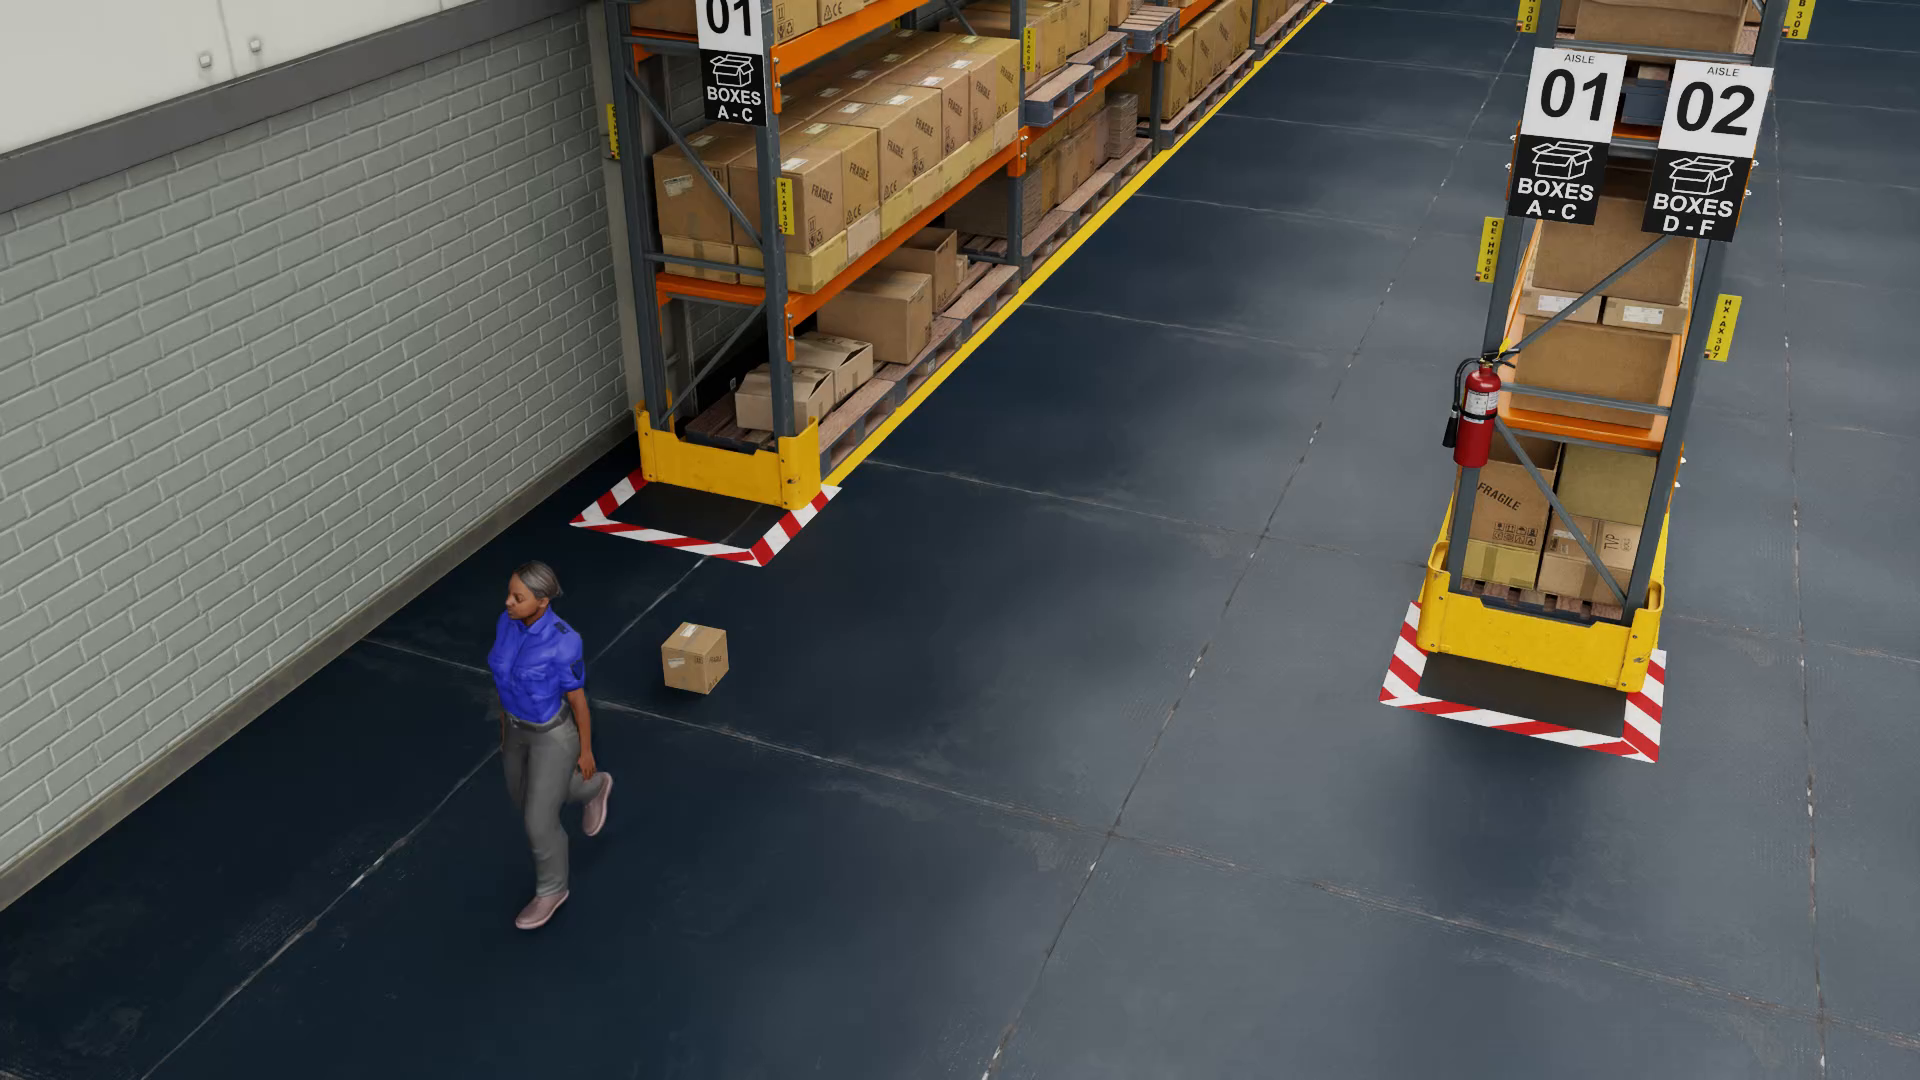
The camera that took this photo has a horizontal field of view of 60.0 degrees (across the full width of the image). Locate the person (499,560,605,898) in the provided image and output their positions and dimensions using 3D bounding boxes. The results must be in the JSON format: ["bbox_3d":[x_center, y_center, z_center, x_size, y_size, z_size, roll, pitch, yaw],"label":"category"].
[{"bbox_3d":[-1.713,0.752,7.001,0.461,1.559,0.594,19,35,29],"label":"person"}]
